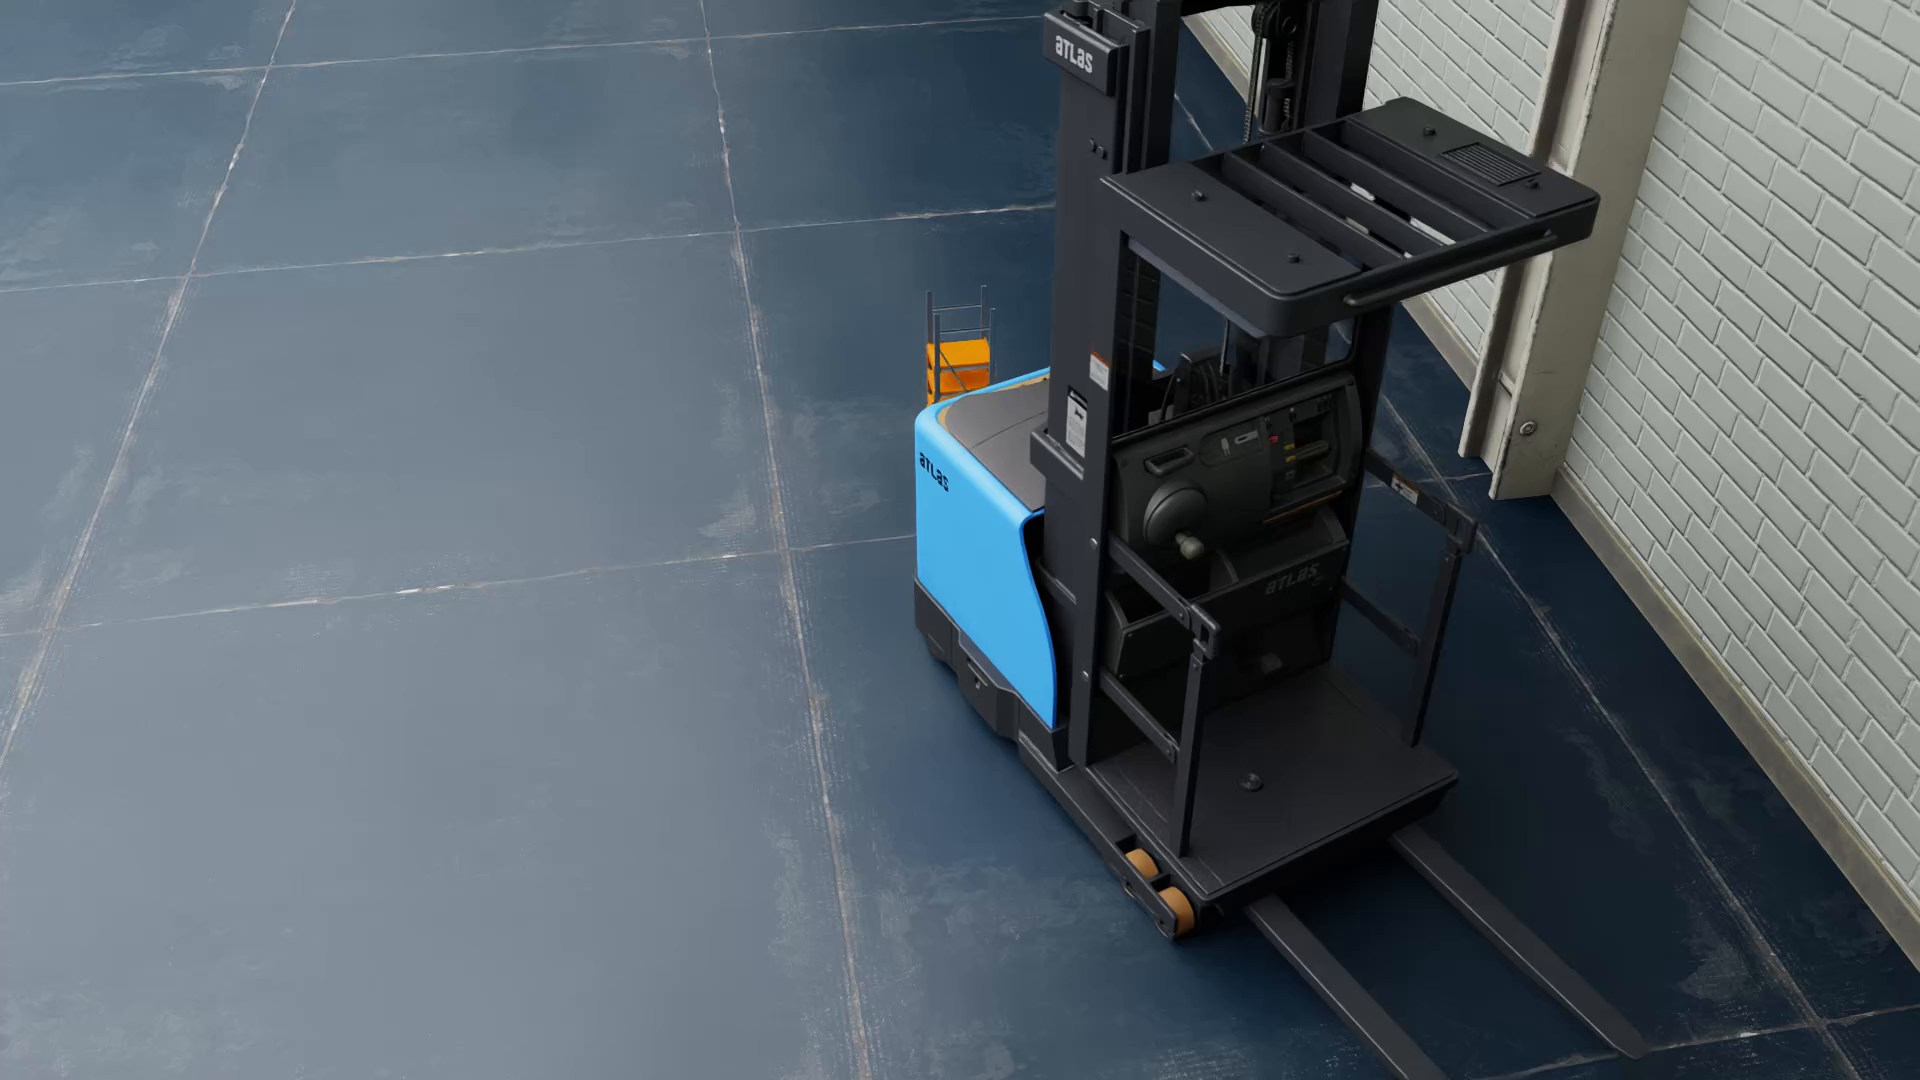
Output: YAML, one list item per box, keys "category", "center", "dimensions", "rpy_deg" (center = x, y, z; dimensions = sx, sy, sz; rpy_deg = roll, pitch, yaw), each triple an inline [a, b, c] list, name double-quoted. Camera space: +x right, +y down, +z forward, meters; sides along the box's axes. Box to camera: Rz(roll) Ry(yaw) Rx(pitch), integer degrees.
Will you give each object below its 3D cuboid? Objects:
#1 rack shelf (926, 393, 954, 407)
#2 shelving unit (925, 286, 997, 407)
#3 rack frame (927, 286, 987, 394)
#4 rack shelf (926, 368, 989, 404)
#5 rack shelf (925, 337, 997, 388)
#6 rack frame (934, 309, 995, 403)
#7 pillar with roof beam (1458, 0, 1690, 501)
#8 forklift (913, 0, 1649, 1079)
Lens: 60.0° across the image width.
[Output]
- category: "rack shelf"
  center: [0.003, -0.525, 6.824]
  dimensions: [0.258, 0.103, 0.180]
  rpy_deg: [-6, 38, -8]
- category: "shelving unit"
  center: [0.003, -0.465, 6.871]
  dimensions: [0.258, 1.200, 0.189]
  rpy_deg: [-6, 38, -8]
- category: "rack frame"
  center: [-0.013, -0.520, 6.942]
  dimensions: [0.240, 1.200, 0.006]
  rpy_deg: [-6, 38, -8]
- category: "rack shelf"
  center: [0.003, -0.620, 6.751]
  dimensions: [0.258, 0.103, 0.180]
  rpy_deg: [-6, 38, -8]
- category: "rack shelf"
  center: [0.003, -0.714, 6.677]
  dimensions: [0.258, 0.103, 0.180]
  rpy_deg: [-6, 38, -8]
- category: "rack frame"
  center: [0.019, -0.410, 6.800]
  dimensions: [0.240, 1.200, 0.006]
  rpy_deg: [-6, 38, -8]
- category: "pillar with roof beam"
  center: [-1.723, -3.404, 4.297]
  dimensions: [9.100, 9.000, 0.400]
  rpy_deg: [-6, 38, -8]
- category: "forklift"
  center: [0.995, -0.160, 5.067]
  dimensions: [1.130, 2.935, 3.031]
  rpy_deg: [-20, 42, -24]
